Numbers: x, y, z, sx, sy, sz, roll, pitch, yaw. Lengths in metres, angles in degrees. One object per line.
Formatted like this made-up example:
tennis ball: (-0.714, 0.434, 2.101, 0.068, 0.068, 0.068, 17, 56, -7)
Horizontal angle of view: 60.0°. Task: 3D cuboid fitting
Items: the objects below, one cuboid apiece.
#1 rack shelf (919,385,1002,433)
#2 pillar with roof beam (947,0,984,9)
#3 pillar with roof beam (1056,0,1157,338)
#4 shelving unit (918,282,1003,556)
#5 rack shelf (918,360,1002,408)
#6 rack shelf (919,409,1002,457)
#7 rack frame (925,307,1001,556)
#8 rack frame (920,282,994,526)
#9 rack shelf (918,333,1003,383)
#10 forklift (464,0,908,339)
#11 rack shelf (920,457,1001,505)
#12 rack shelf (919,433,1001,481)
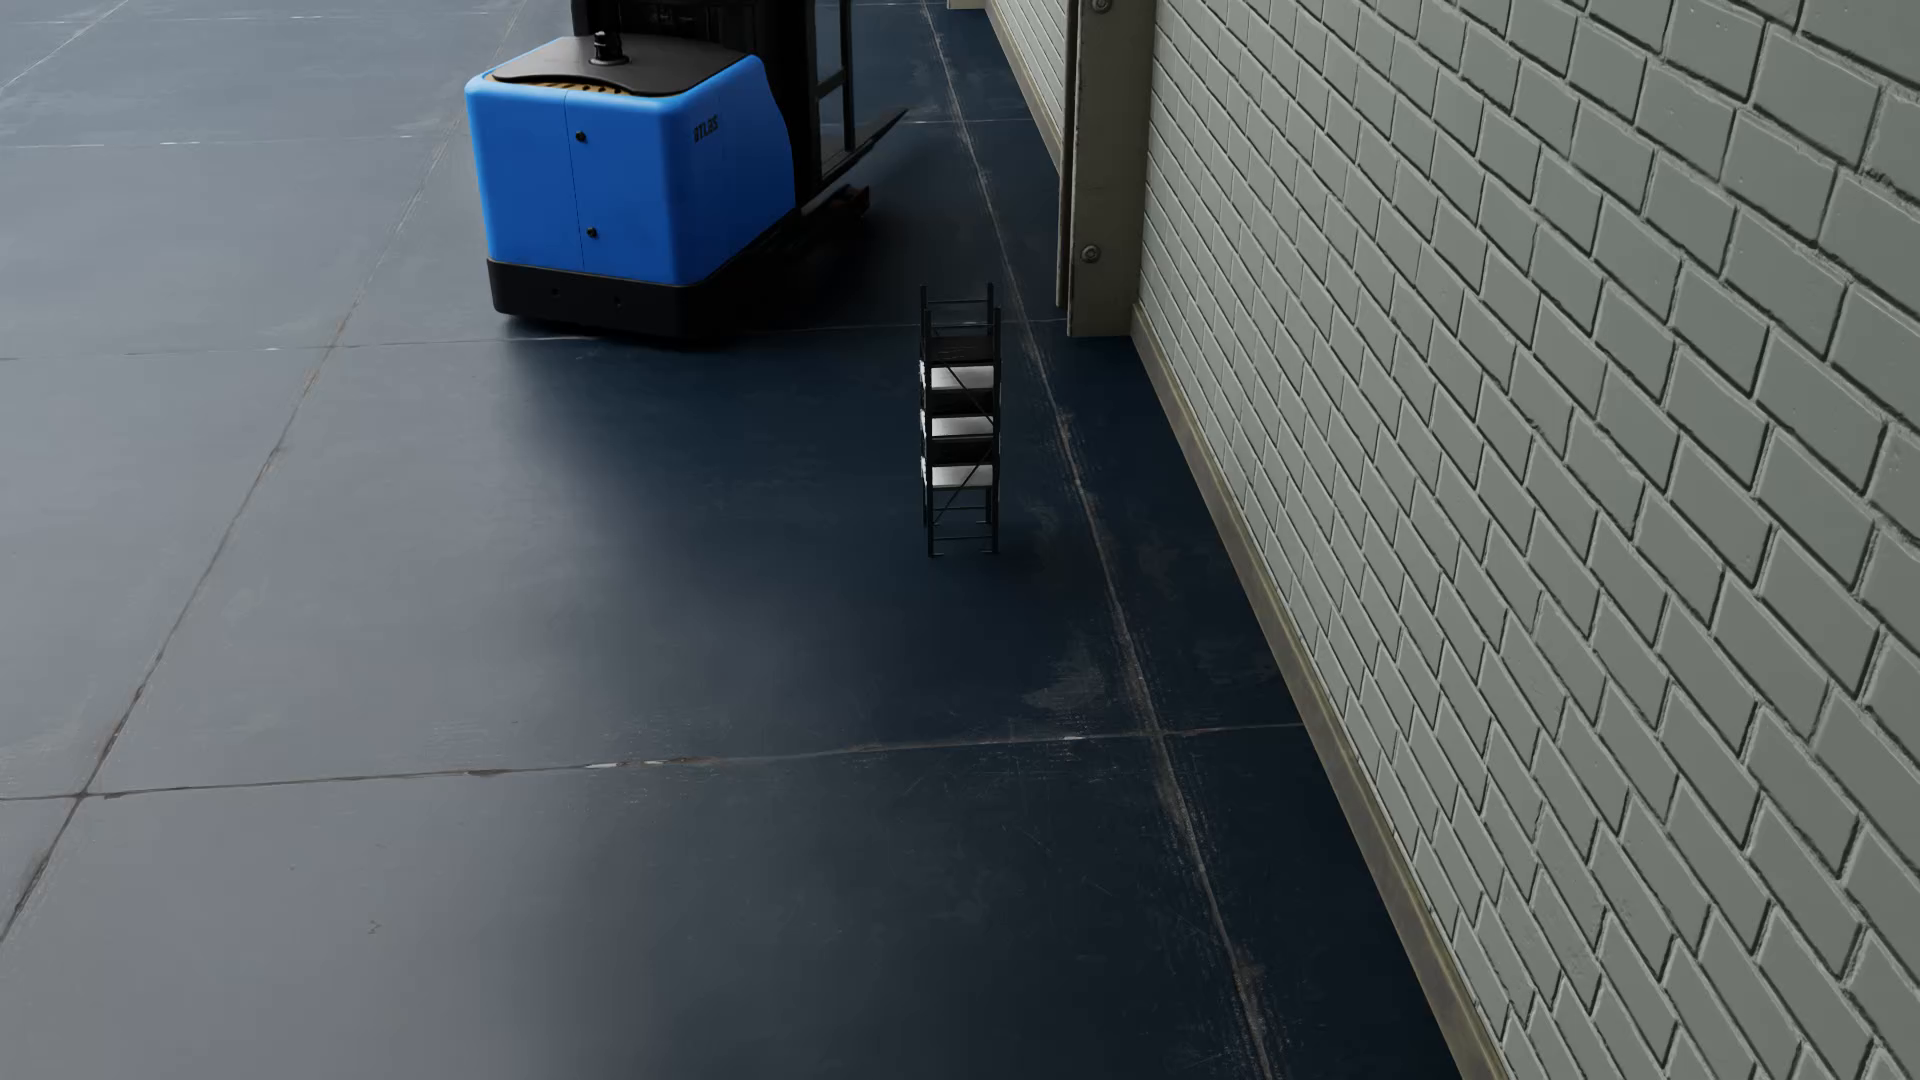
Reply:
rack shelf: (-0.001, -0.439, 5.497, 0.258, 0.077, 0.200, -3, 31, -5)
pillar with roof beam: (-4.239, -7.709, 9.880, 9.100, 9.000, 0.400, -3, 31, -5)
pillar with roof beam: (-3.679, -4.645, 4.752, 9.100, 9.000, 0.400, -3, 31, -5)
shelving unit: (-0.001, -0.390, 5.526, 0.258, 0.900, 0.210, -3, 31, -5)
rack shelf: (-0.001, -0.516, 5.451, 0.258, 0.077, 0.200, -3, 31, -5)
rack shelf: (-0.001, -0.362, 5.543, 0.258, 0.077, 0.200, -3, 31, -5)
rack frame: (0.009, -0.339, 5.439, 0.240, 0.900, 0.006, -3, 31, -5)
rack frame: (-0.010, -0.442, 5.613, 0.240, 0.900, 0.006, -3, 31, -5)
rack shelf: (-0.001, -0.594, 5.405, 0.258, 0.077, 0.200, -3, 31, -5)
forklift: (-1.101, -2.850, 7.663, 1.130, 2.935, 3.031, 10, 32, 16)
rack shelf: (-0.001, -0.207, 5.636, 0.258, 0.077, 0.200, -3, 31, -5)
rack shelf: (-0.001, -0.285, 5.589, 0.258, 0.077, 0.200, -3, 31, -5)
